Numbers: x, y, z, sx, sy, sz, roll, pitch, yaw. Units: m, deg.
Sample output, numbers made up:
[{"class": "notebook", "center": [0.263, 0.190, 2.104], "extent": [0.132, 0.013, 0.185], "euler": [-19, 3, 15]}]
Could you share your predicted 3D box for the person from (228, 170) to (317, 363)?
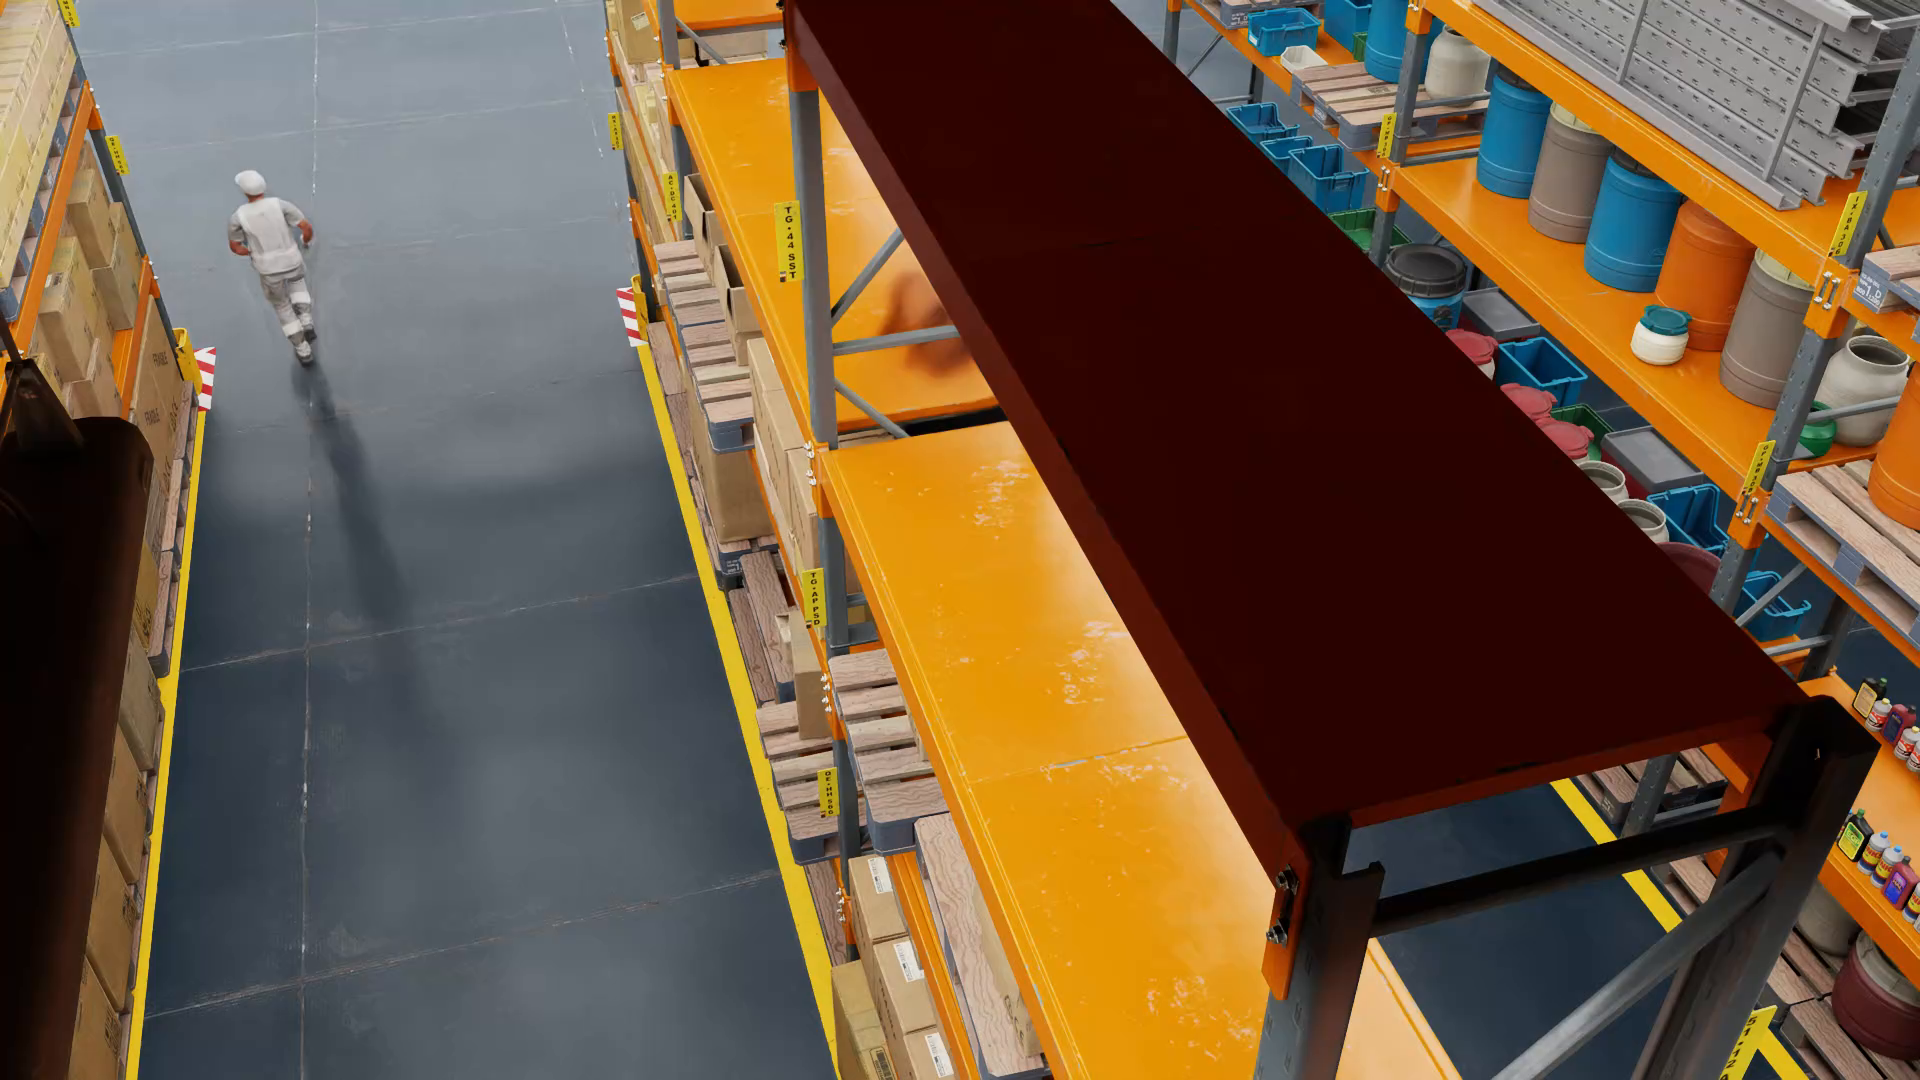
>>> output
[{"class": "person", "center": [-5.929, -2.411, 14.446], "extent": [0.674, 1.762, 0.628], "euler": [-19, 42, -22]}]
